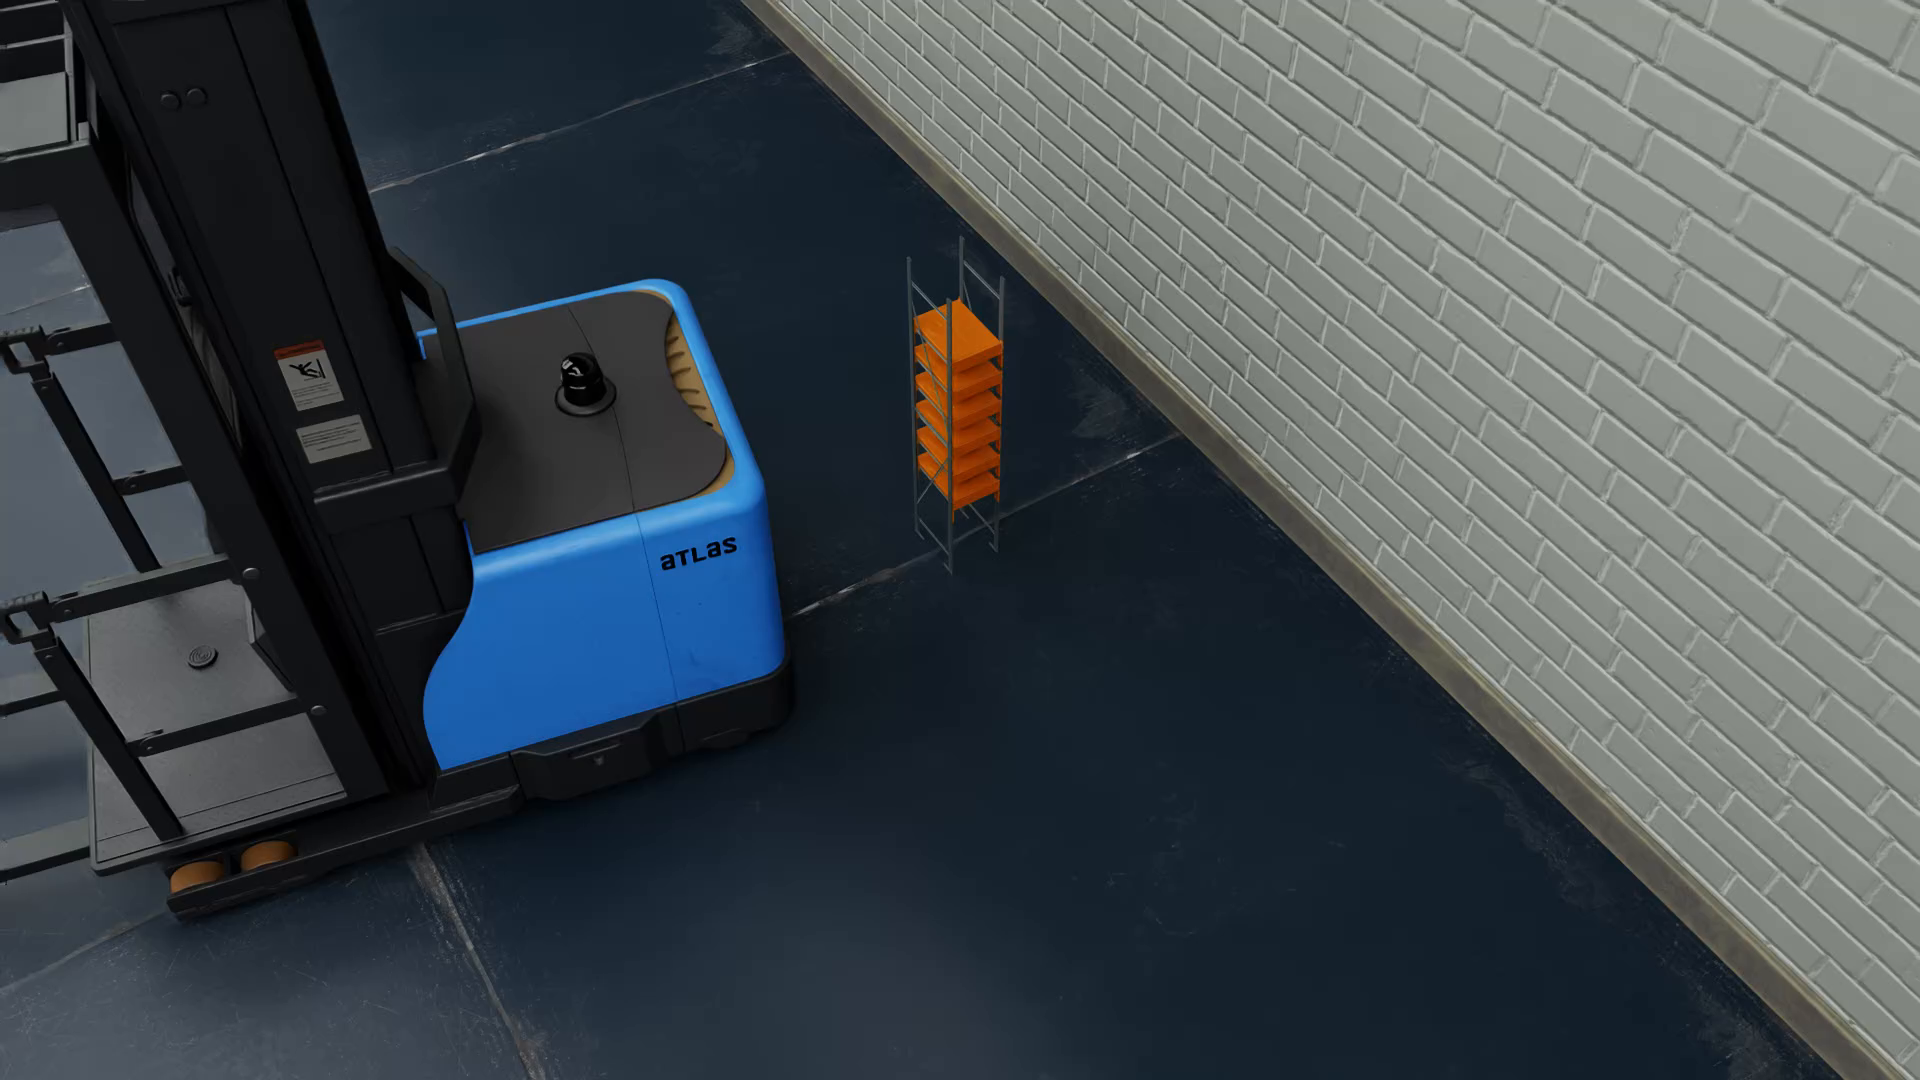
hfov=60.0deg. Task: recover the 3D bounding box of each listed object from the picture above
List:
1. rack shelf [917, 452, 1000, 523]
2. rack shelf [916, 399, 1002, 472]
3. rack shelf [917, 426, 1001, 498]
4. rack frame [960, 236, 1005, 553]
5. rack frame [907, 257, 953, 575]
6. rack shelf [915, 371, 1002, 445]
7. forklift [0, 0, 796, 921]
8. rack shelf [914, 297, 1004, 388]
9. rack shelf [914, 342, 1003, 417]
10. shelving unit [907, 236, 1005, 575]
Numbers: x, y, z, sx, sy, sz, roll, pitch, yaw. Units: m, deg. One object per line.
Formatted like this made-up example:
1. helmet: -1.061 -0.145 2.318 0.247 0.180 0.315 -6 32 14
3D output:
1. rack shelf: -0.012 -0.204 5.509 0.180 0.103 0.258 -25 53 -21
2. rack shelf: -0.012 -0.364 5.330 0.180 0.103 0.258 -25 53 -21
3. rack shelf: -0.012 -0.284 5.420 0.180 0.103 0.258 -25 53 -21
4. rack frame: 0.065 -0.430 5.329 0.006 1.200 0.240 -25 53 -21
5. rack frame: -0.090 -0.357 5.264 0.006 1.200 0.240 -25 53 -21
6. rack shelf: -0.012 -0.444 5.240 0.180 0.103 0.258 -25 53 -21
7. forklift: -2.085 -0.347 4.096 3.031 2.935 1.130 -16 50 -14
8. rack shelf: -0.012 -0.603 5.061 0.180 0.103 0.258 -25 53 -21
9. rack shelf: -0.012 -0.523 5.151 0.180 0.103 0.258 -25 53 -21
10. shelving unit: -0.012 -0.393 5.297 0.189 1.200 0.258 -25 53 -21
